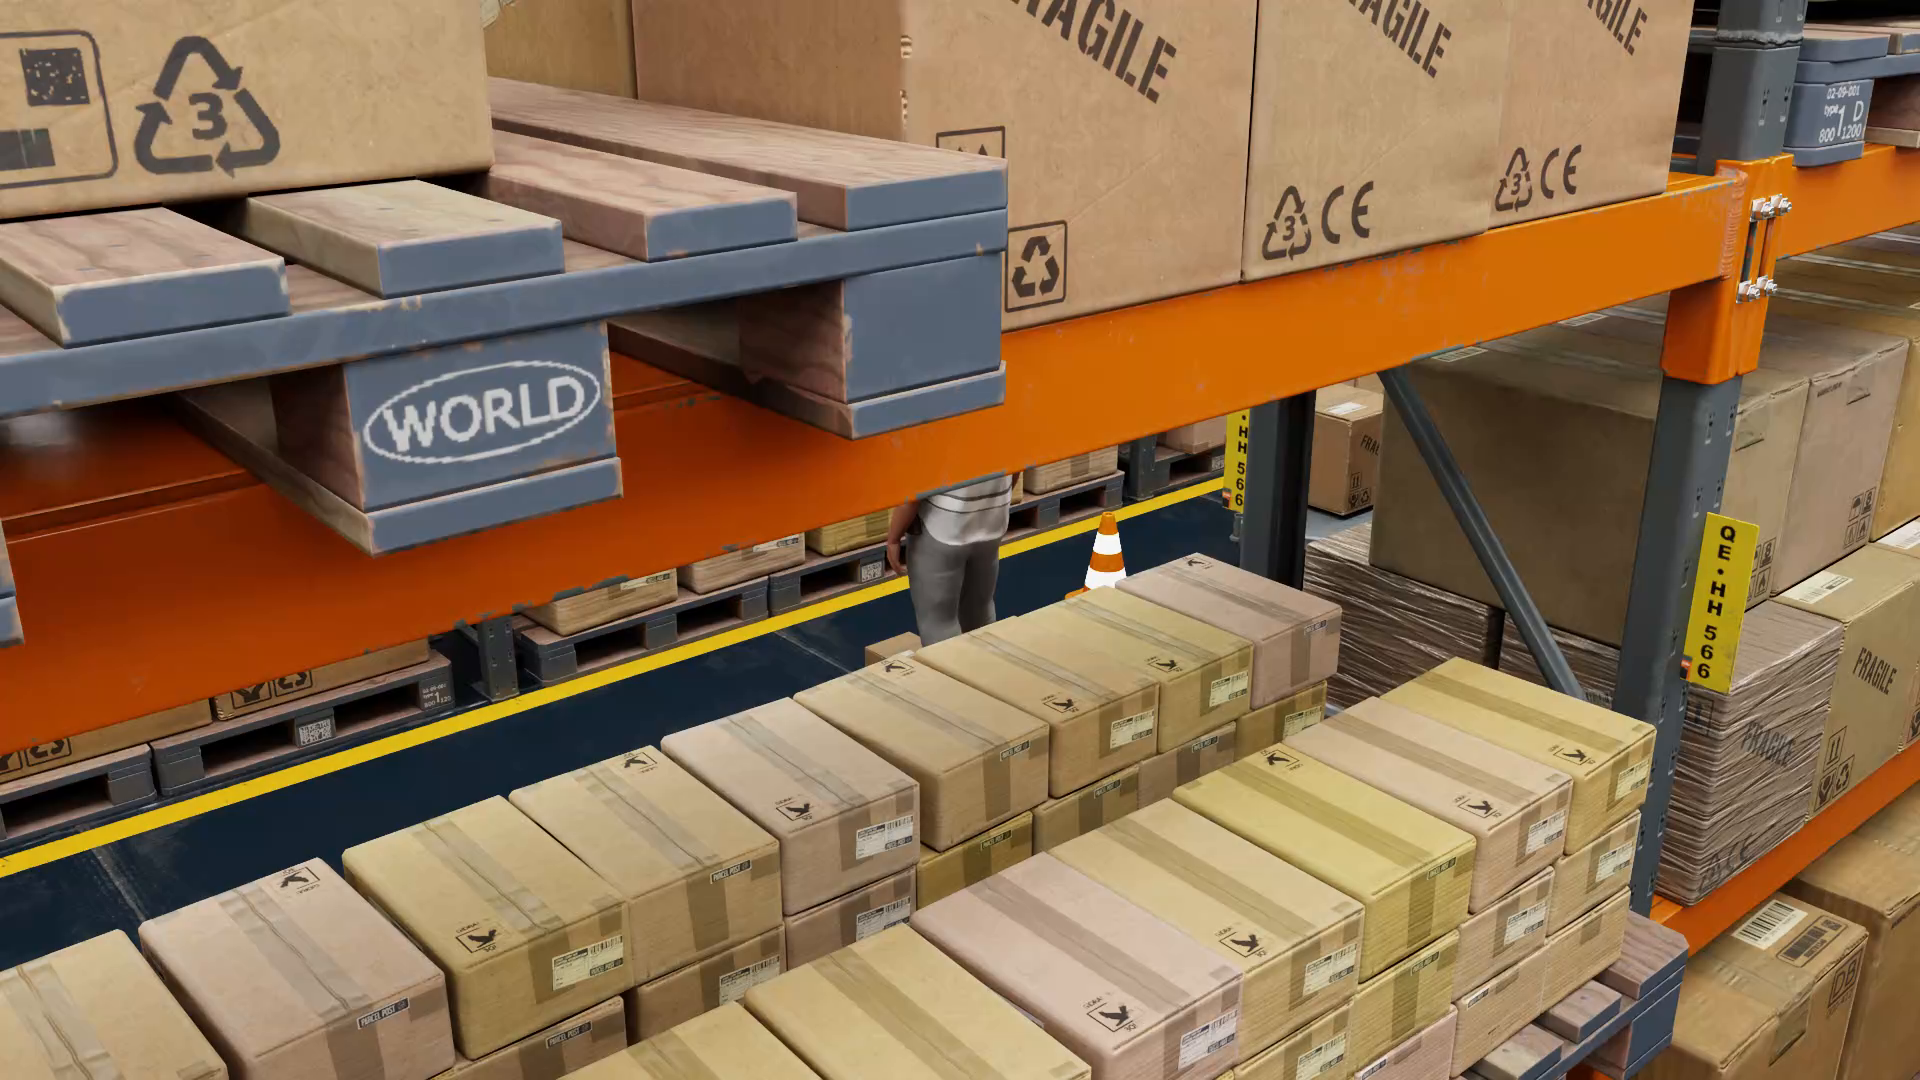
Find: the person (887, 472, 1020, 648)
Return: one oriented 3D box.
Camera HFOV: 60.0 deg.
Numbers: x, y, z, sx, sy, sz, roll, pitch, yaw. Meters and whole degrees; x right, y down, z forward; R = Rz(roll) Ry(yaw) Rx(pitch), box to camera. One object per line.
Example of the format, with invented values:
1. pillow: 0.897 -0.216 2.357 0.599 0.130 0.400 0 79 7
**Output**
1. person: -0.070 -0.093 6.748 0.640 1.780 0.575 -17 27 -37
